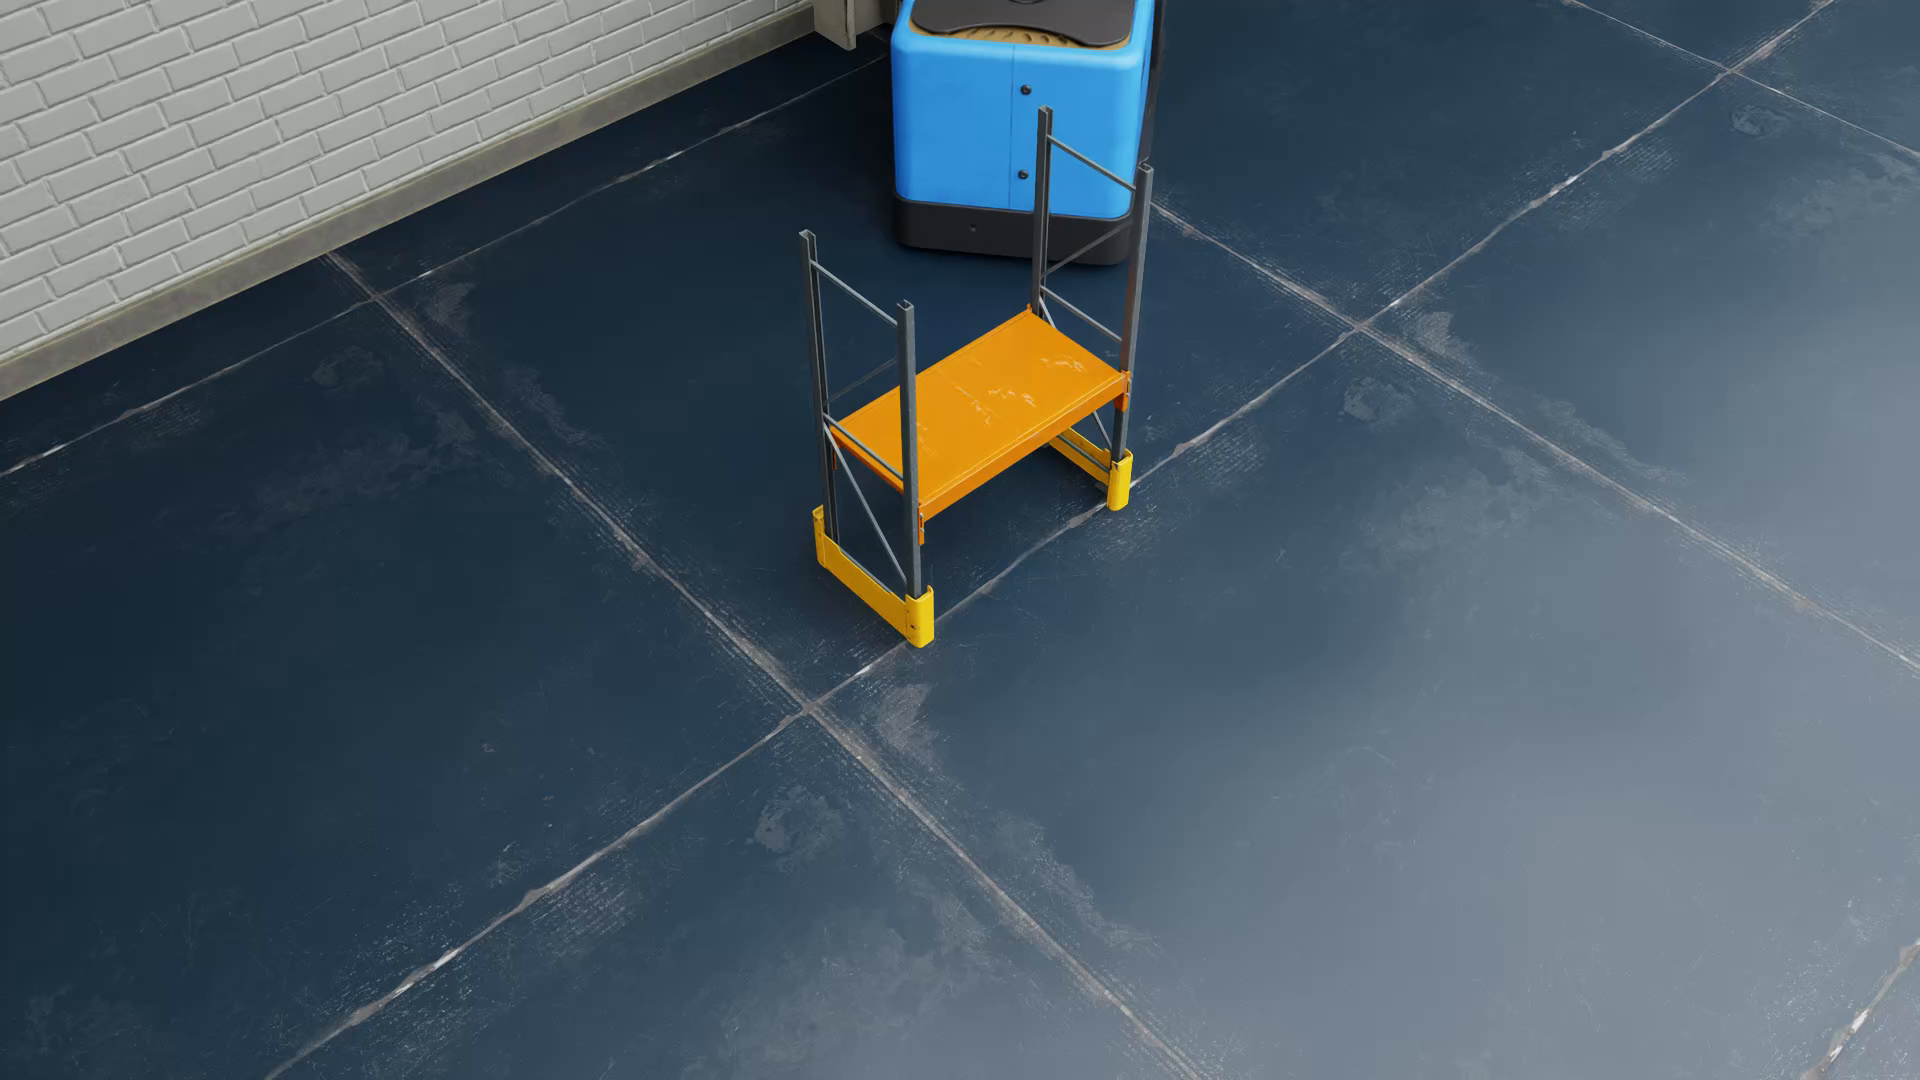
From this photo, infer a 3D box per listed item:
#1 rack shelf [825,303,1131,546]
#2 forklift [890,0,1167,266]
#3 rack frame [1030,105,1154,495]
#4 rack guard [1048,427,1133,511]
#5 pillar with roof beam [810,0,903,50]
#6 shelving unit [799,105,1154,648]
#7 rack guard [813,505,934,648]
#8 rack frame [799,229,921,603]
[{"bbox_3d":[0.063,-0.429,5.870,1.000,0.185,0.538,-34,56,-27],"label":"rack shelf"},{"bbox_3d":[0.443,-3.290,7.291,1.130,2.935,3.031,7,48,6],"label":"forklift"},{"bbox_3d":[0.439,-0.802,5.970,0.032,1.500,0.500,-34,56,-27],"label":"rack frame"},{"bbox_3d":[0.425,-0.369,6.420,0.087,0.250,0.587,-34,56,-27],"label":"rack guard"},{"bbox_3d":[2.363,-3.415,3.278,0.400,9.000,9.100,-34,56,-27],"label":"pillar with roof beam"},{"bbox_3d":[0.056,-0.546,5.734,1.083,1.500,0.587,-34,56,-27],"label":"shelving unit"},{"bbox_3d":[-0.312,0.124,5.966,0.087,0.250,0.587,-34,56,-27],"label":"rack guard"},{"bbox_3d":[-0.313,-0.299,5.506,0.032,1.500,0.500,-34,56,-27],"label":"rack frame"}]
